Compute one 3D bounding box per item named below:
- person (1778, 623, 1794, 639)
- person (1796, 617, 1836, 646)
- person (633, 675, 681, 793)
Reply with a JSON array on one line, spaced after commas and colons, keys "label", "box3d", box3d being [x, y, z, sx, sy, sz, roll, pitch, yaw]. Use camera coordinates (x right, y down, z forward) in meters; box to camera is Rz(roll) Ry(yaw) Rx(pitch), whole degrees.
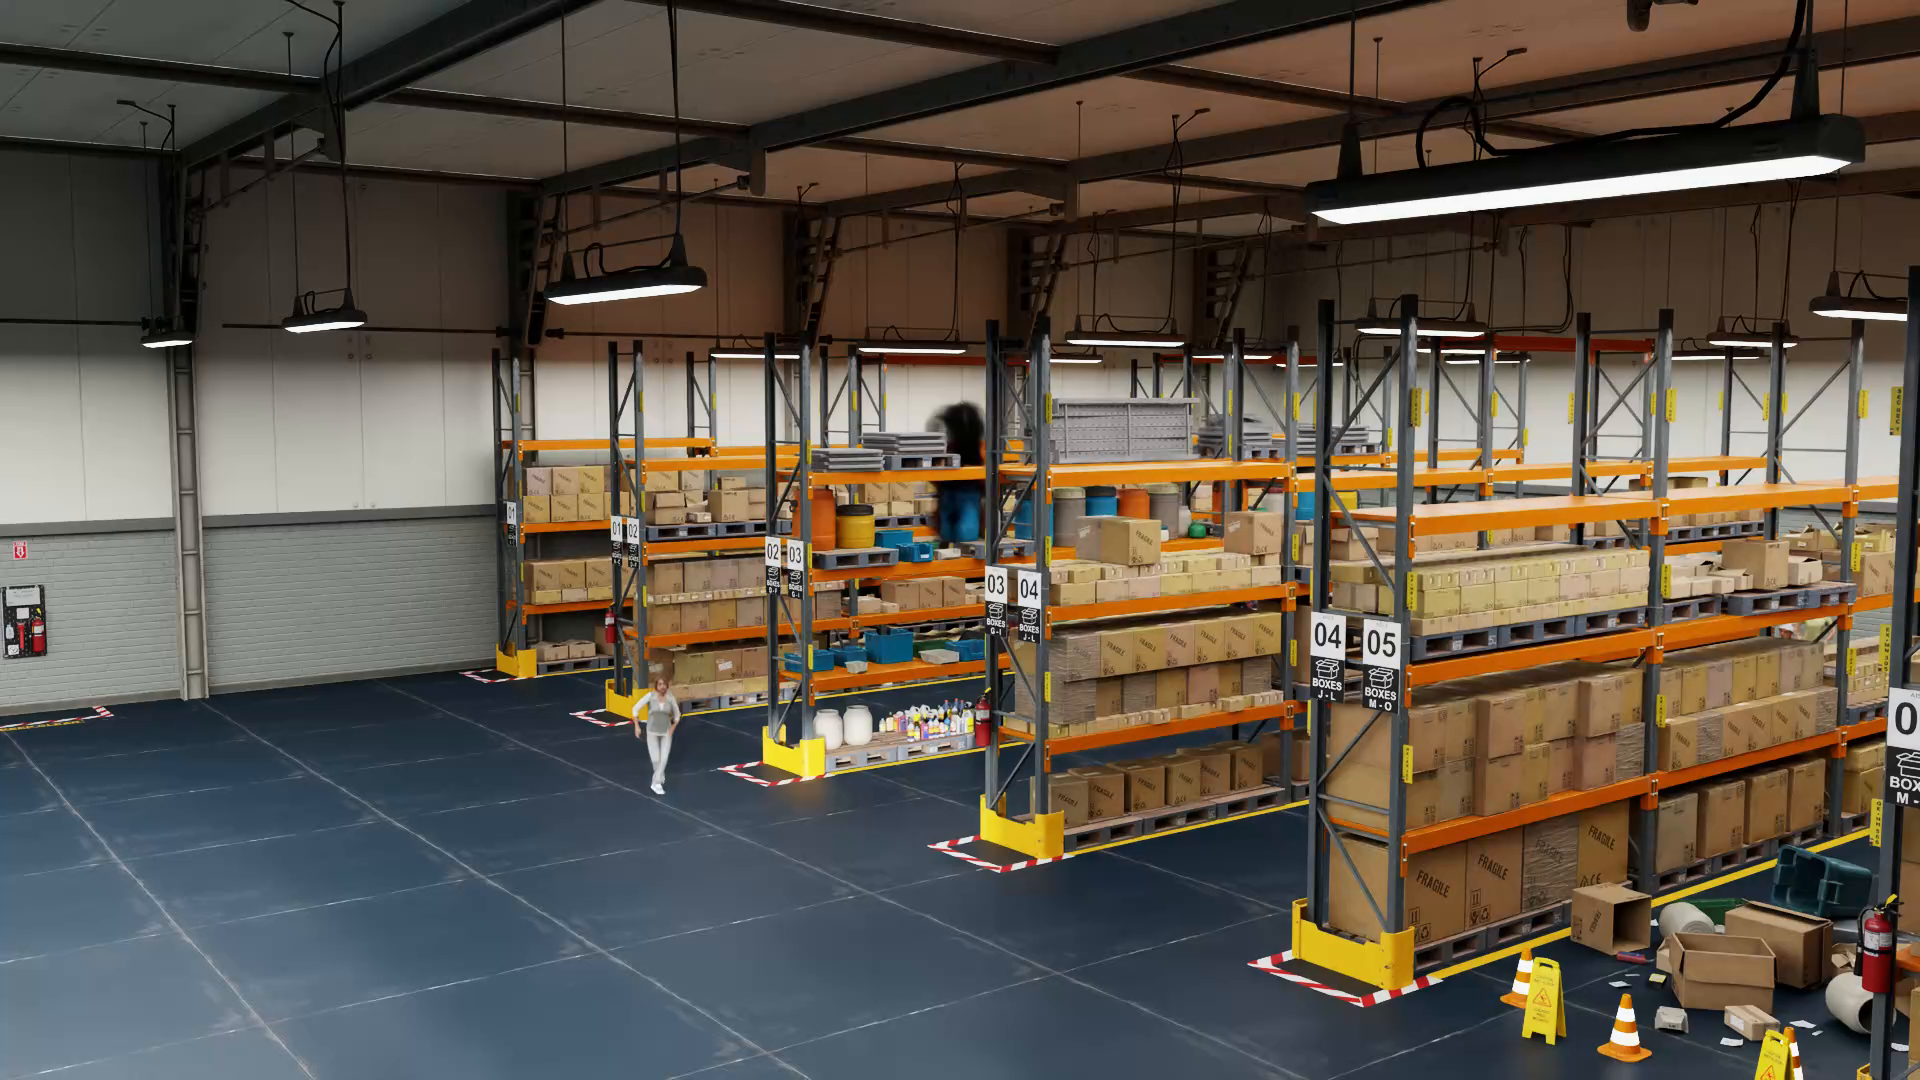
[{"label": "person", "box3d": [12.482, 2.102, 25.091, 0.630, 1.728, 0.651, -4, 6, -37]}, {"label": "person", "box3d": [14.856, 1.825, 28.892, 0.641, 1.621, 0.550, 3, 6, 32]}, {"label": "person", "box3d": [-3.908, 2.512, 21.471, 0.611, 1.558, 0.506, -1, 5, -15]}]
